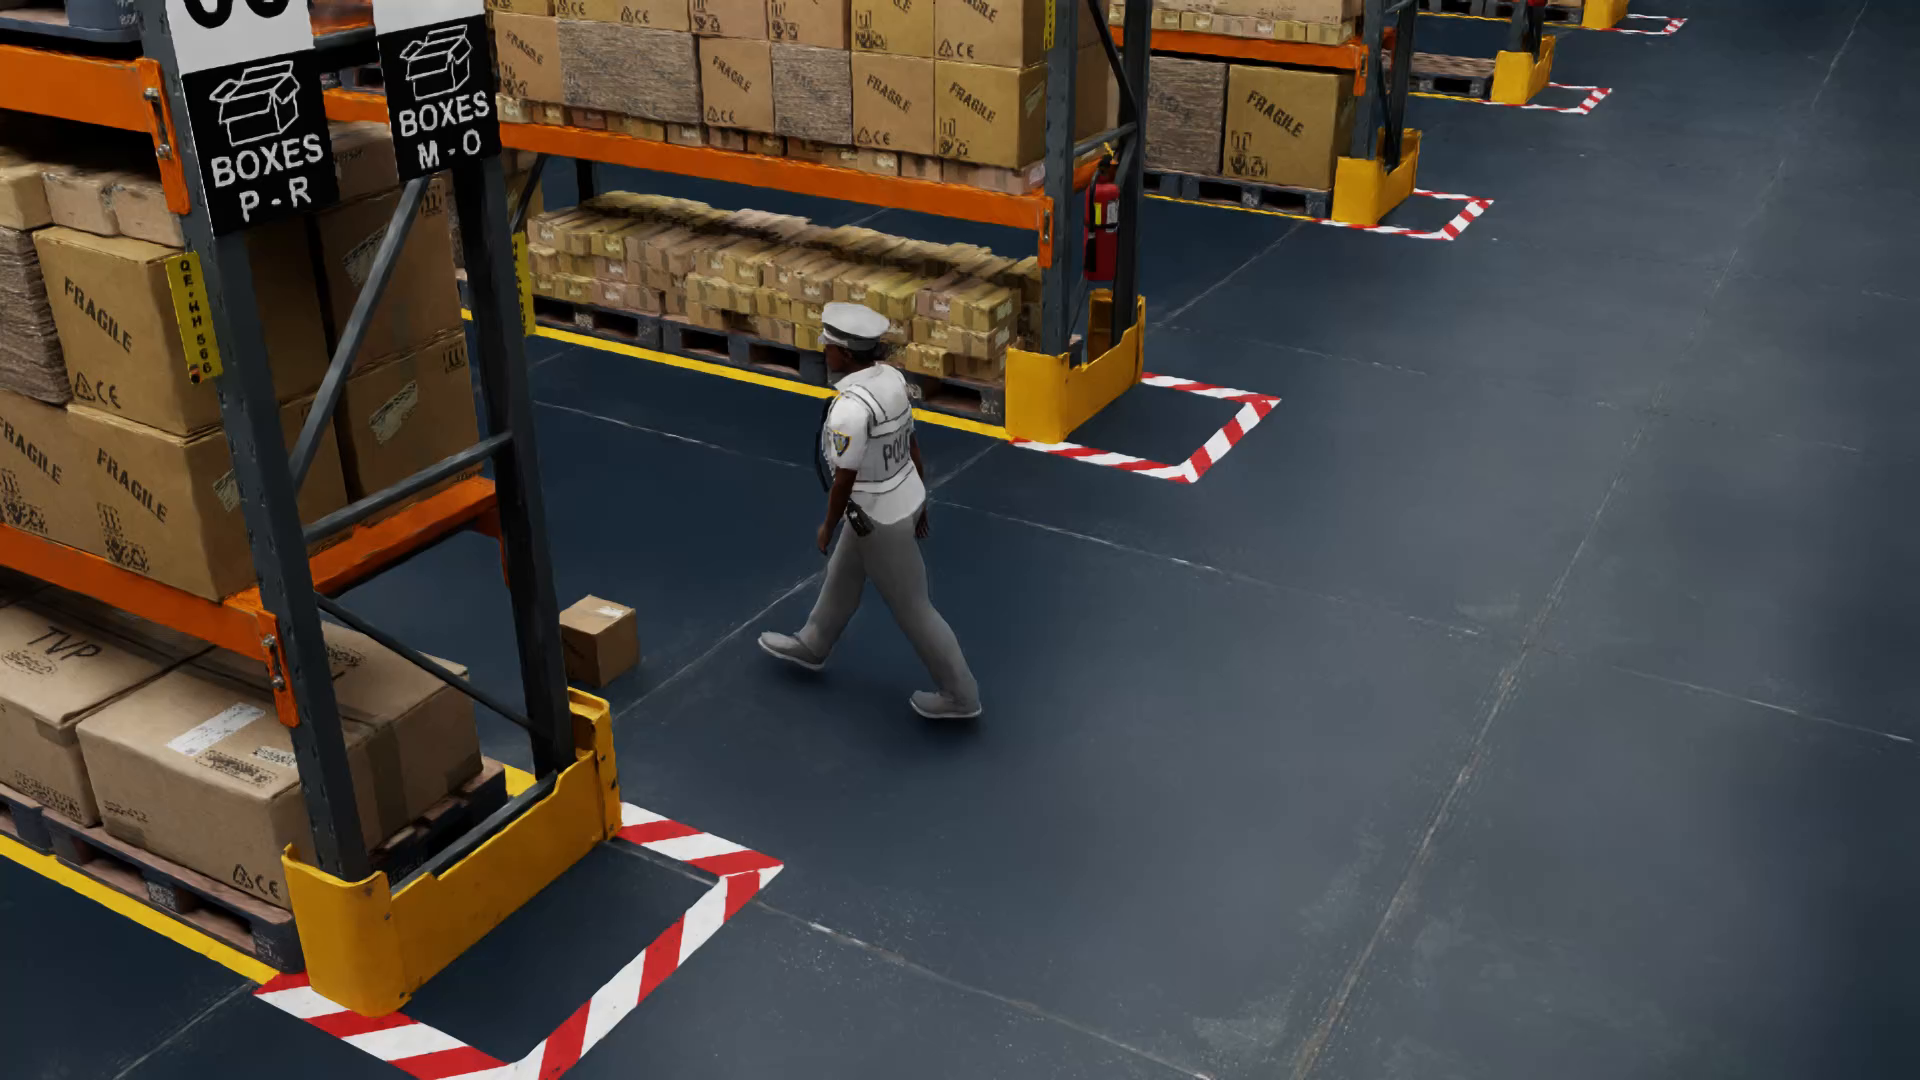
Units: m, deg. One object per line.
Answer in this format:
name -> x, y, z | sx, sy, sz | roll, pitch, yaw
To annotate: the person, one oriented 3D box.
person -> -0.374, -0.116, 6.337 | 1.006, 1.594, 0.456 | 7, 28, 14
